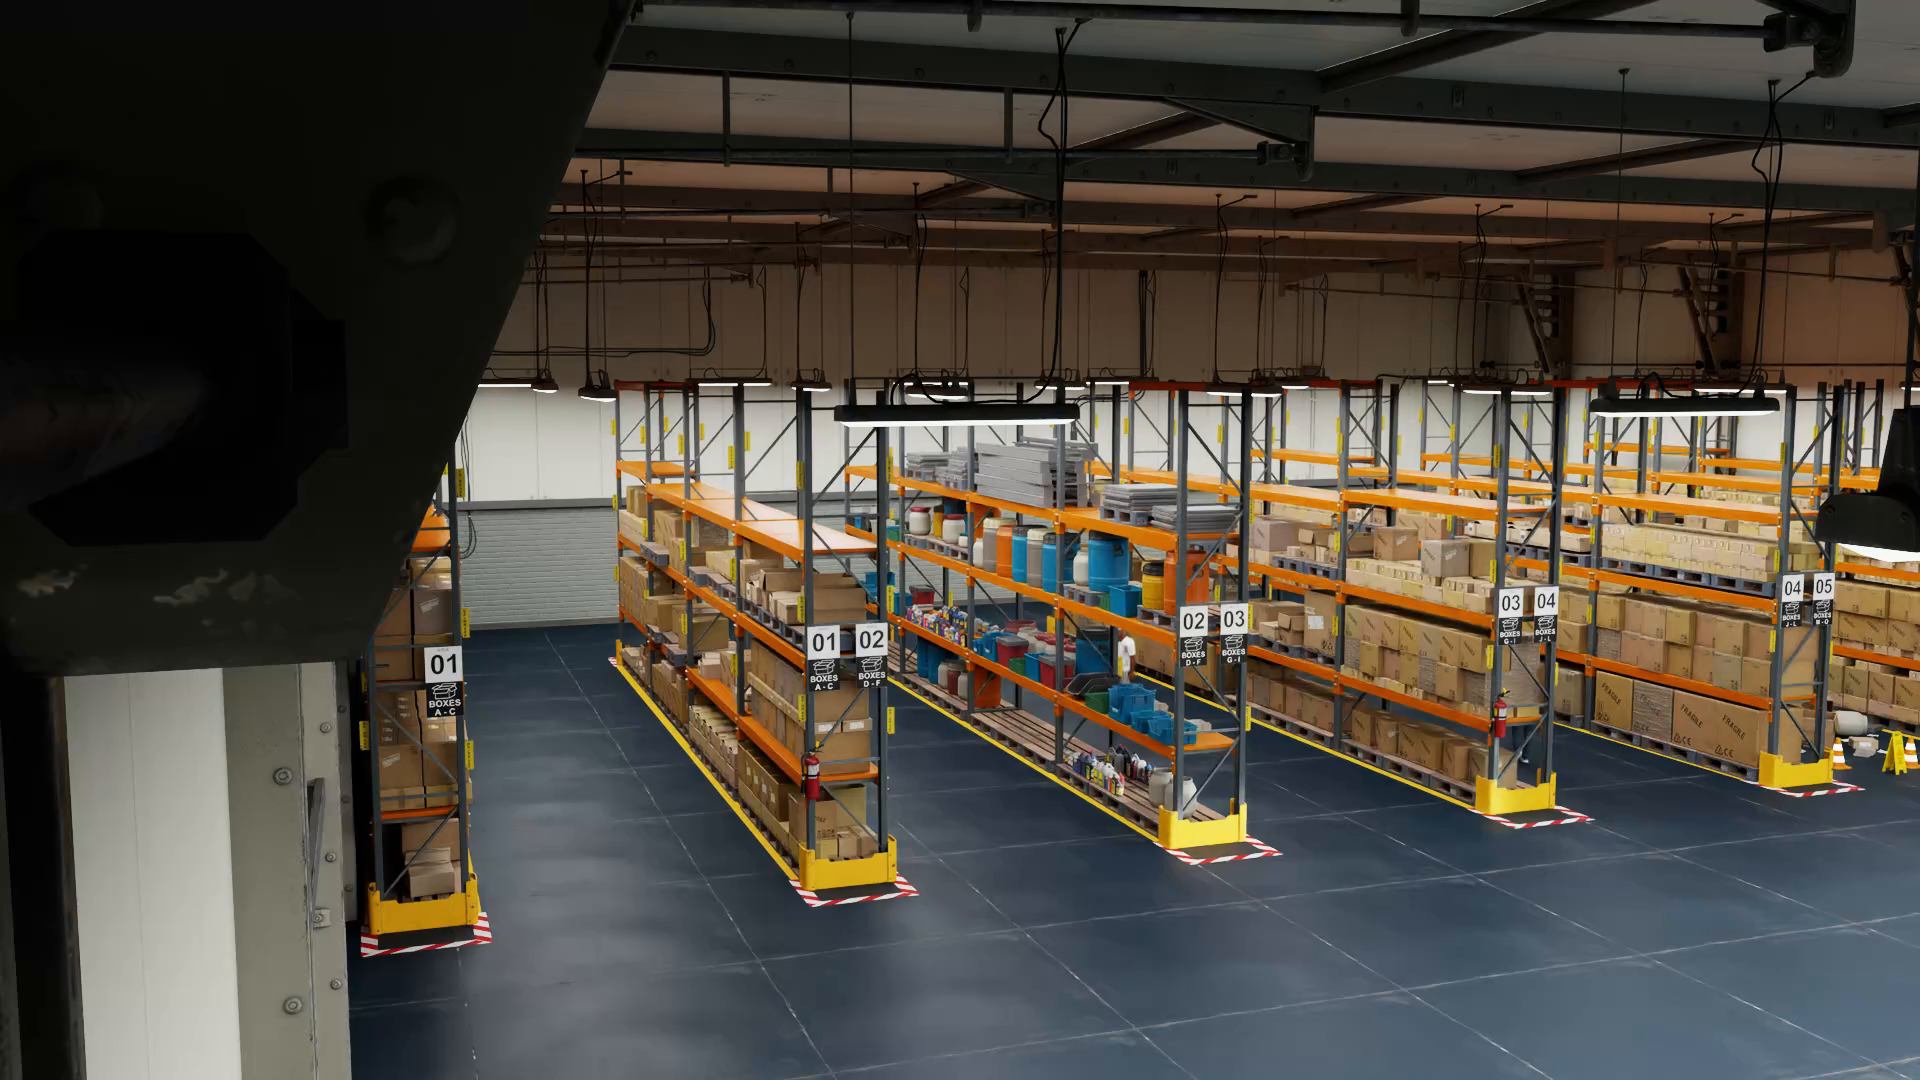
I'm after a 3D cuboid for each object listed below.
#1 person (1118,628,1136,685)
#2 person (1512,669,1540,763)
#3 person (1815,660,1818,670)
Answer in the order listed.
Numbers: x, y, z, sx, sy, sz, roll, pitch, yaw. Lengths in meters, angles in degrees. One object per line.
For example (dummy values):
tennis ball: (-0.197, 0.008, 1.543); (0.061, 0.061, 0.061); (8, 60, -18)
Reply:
person: (2.828, 2.321, 29.545); (0.430, 1.764, 0.609); (-4, 7, -33)
person: (8.992, 2.747, 26.414); (0.396, 1.612, 0.446); (2, 6, 14)
person: (17.084, 1.913, 33.492); (0.649, 1.797, 0.693); (-3, 7, -24)
